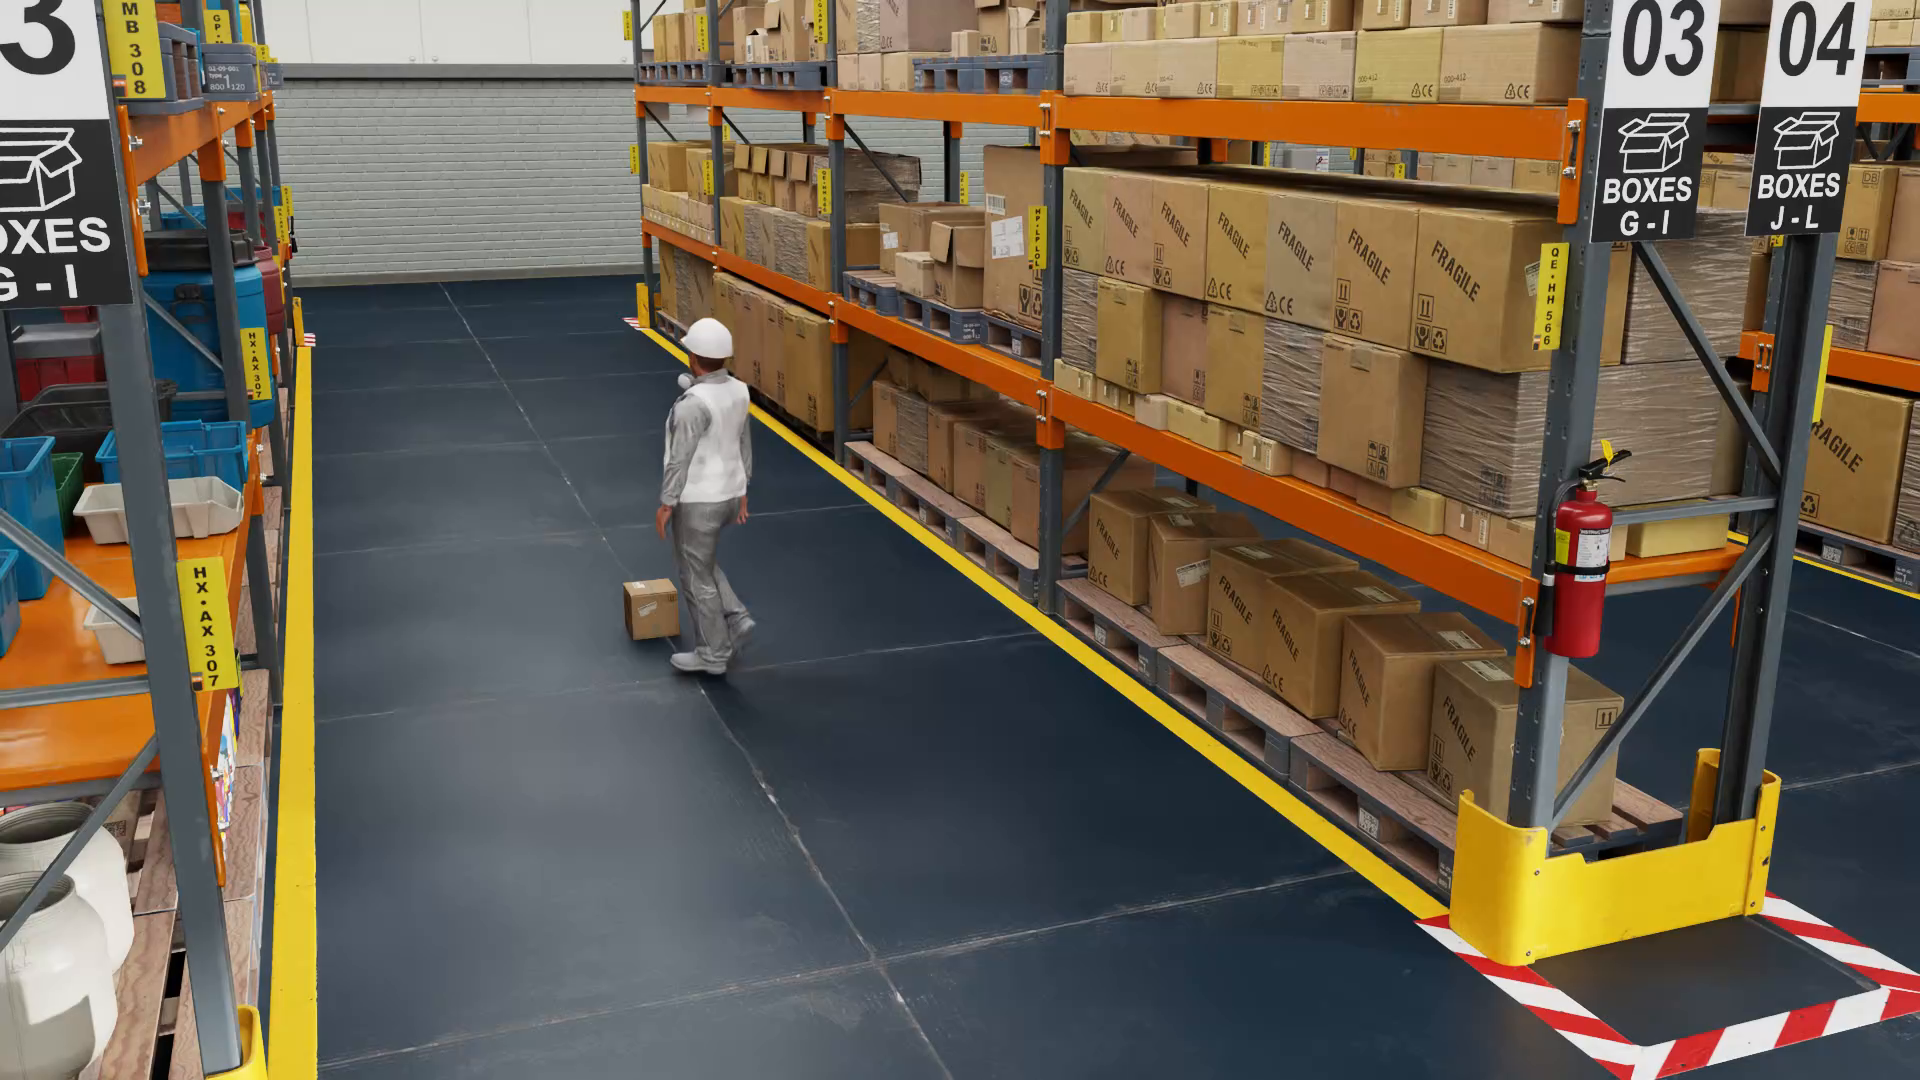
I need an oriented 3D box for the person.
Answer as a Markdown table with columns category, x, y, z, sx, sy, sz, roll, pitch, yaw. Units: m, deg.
| category | x | y | z | sx | sy | sz | roll | pitch | yaw |
| --- | --- | --- | --- | --- | --- | --- | --- | --- | --- |
| person | -1.279 | -0.213 | 8.182 | 0.462 | 1.768 | 0.538 | 6 | 16 | 19 |
